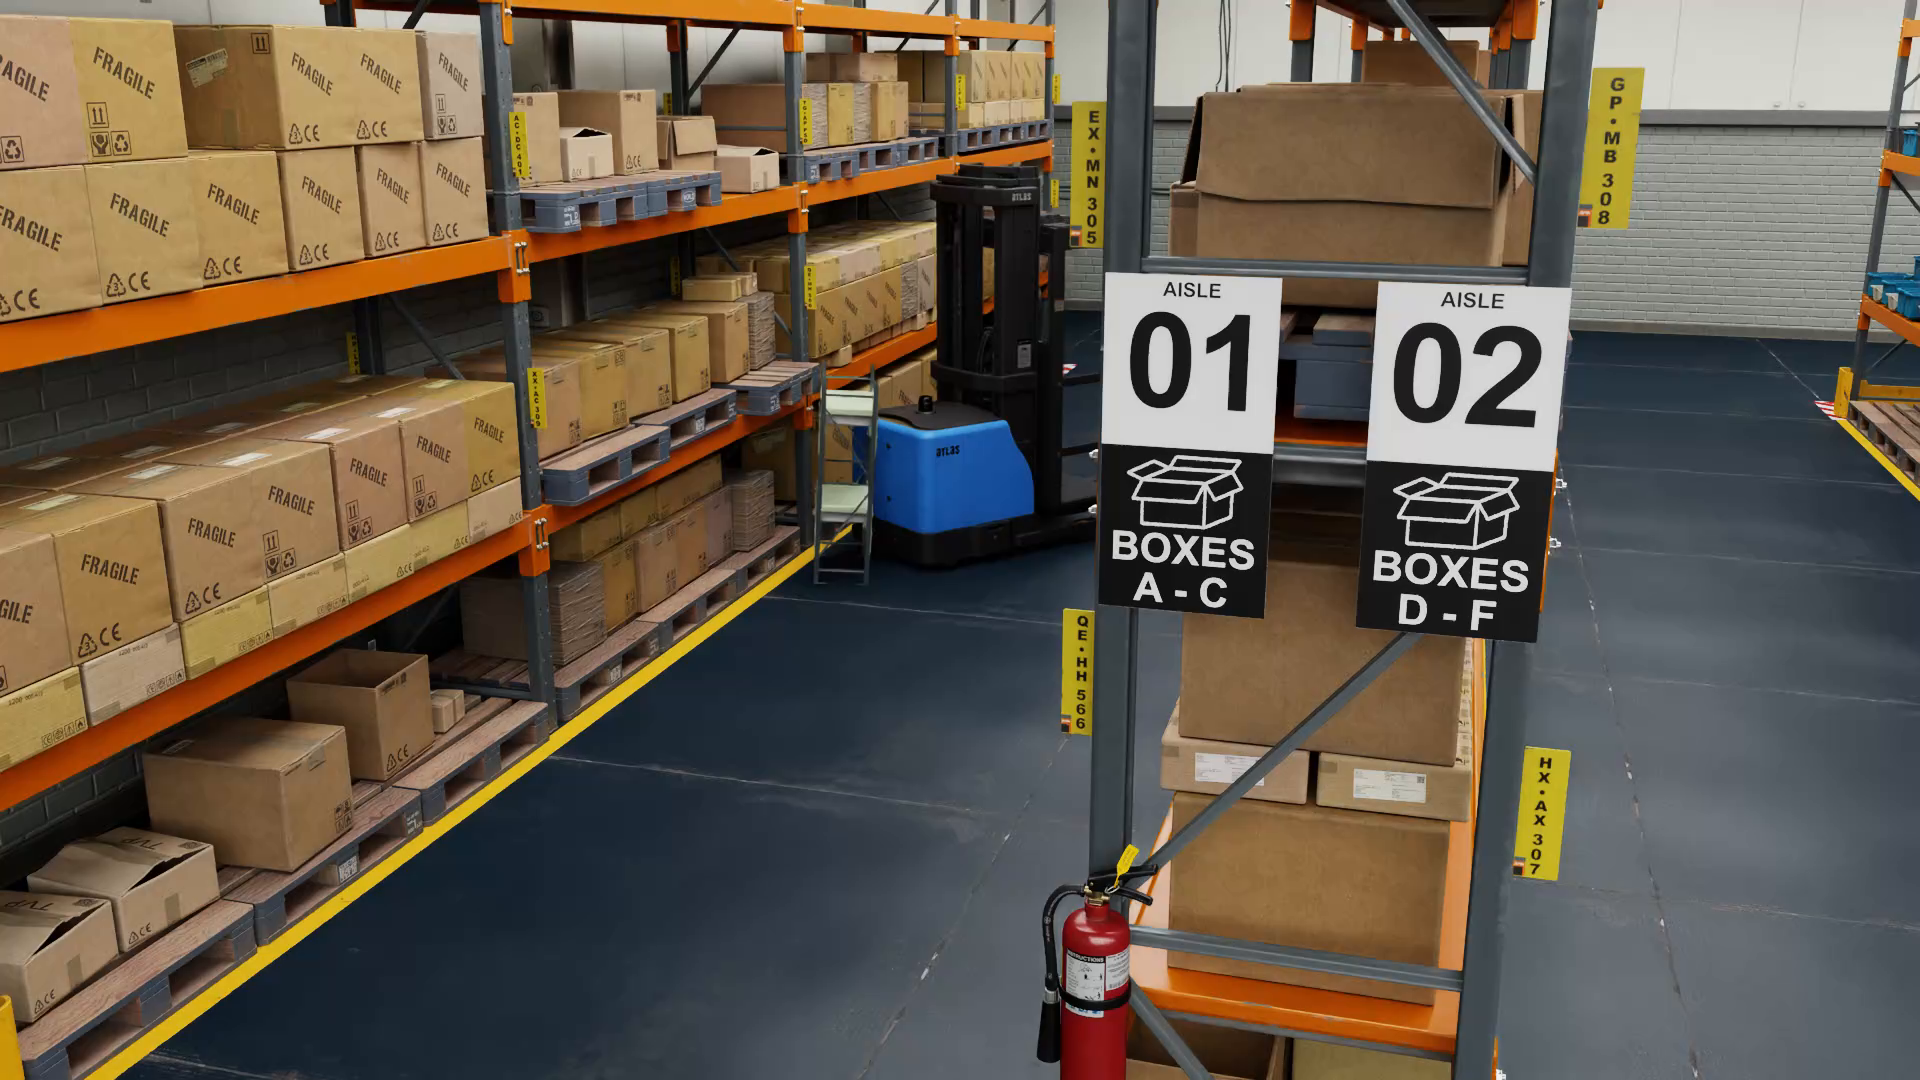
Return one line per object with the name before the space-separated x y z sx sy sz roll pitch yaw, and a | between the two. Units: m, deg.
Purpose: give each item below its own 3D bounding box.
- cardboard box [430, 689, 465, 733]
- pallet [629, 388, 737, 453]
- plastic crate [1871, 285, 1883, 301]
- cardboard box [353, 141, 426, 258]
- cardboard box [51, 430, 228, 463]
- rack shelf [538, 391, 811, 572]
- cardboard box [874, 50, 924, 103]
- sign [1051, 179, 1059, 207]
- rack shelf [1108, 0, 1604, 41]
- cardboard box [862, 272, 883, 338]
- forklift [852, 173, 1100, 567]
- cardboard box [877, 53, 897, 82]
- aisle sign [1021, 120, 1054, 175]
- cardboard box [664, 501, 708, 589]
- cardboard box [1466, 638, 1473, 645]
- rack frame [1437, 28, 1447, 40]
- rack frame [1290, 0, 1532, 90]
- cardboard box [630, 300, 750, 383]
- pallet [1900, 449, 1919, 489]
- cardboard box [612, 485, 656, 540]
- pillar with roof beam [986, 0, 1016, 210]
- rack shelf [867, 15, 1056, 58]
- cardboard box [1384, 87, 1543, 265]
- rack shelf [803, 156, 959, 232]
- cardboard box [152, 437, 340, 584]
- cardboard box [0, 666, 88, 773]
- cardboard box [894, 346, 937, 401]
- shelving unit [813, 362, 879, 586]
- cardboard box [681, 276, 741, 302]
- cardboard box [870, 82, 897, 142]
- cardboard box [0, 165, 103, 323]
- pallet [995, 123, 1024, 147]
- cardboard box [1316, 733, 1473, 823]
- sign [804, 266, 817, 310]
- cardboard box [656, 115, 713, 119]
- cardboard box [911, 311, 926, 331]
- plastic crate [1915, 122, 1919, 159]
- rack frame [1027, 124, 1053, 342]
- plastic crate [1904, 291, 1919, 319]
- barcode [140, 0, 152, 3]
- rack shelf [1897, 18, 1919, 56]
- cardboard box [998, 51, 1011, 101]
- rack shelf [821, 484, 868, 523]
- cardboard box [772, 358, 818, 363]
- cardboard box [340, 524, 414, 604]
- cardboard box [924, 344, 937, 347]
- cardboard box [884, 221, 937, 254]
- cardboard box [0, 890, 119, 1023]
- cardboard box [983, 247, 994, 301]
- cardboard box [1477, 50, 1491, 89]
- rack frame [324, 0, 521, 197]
cardboard box | -2.919 0.910 9.010 0.380 0.166 0.250 2 16 9
pallet | -2.182 -0.817 11.064 1.003 0.211 1.213 5 16 16
plastic crate | 9.557 -2.540 17.162 0.250 0.136 0.298 5 16 16
cardboard box | -2.858 -1.602 7.763 0.500 0.500 0.500 3 16 11
cardboard box | -3.564 -0.174 7.308 0.500 0.500 0.500 5 17 17
rack shelf | -2.227 -0.561 11.128 1.077 0.370 4.000 5 16 16
cardboard box | -0.547 -4.659 16.710 0.500 0.500 0.500 4 16 15
sign | 1.131 -4.148 19.902 0.100 0.325 0.005 5 16 16
rack shelf | 1.387 -1.825 5.324 1.077 0.370 4.000 5 16 16
cardboard box | -0.975 -2.004 14.134 0.500 0.500 0.500 5 16 16
forklift | 0.625 -1.475 13.275 3.031 2.867 1.129 -12 20 -36
cardboard box | -0.898 -4.320 15.203 0.500 0.250 0.500 6 17 20
aisle sign | 0.923 -4.769 19.883 0.394 0.787 0.004 5 16 16
cardboard box | -2.185 0.011 11.568 0.700 0.500 0.500 5 16 16
cardboard box | 1.428 0.330 5.298 0.380 0.149 0.250 4 16 14
rack frame | 5.362 -6.026 18.085 0.949 2.616 0.053 5 16 16
rack frame | 1.955 -2.887 7.016 1.000 3.000 0.127 5 16 16
cardboard box | -1.915 -1.418 11.842 0.700 0.500 0.500 3 16 11
pallet | 9.148 -0.562 14.925 1.003 0.211 1.213 5 16 16
cardboard box | -2.336 -0.199 10.935 0.500 0.250 0.500 4 16 14
pillar with roof beam | 4.680 -6.849 20.985 9.100 9.000 0.400 5 16 16
rack shelf | 0.047 -5.348 17.743 1.077 0.370 4.000 5 16 16
cardboard box | 1.552 -1.128 5.102 0.500 0.500 0.500 5 16 16
rack shelf | -1.090 -3.050 14.408 1.077 0.370 4.000 5 16 16
cardboard box | -3.070 -0.136 7.177 0.500 0.500 0.500 5 17 18
cardboard box | -3.489 0.622 5.877 0.500 0.250 0.500 4 16 14
cardboard box | -0.582 -1.464 16.165 0.750 0.750 0.750 5 17 17
shelving unit | -0.852 -0.497 12.282 0.431 1.500 0.755 2 16 -6
cardboard box | -1.805 -1.824 12.085 0.380 0.149 0.250 2 16 7
cardboard box | -0.973 -3.807 14.768 0.700 0.500 0.500 4 16 15
cardboard box | -3.411 -1.044 5.796 0.500 0.500 0.500 6 17 20
pallet | 0.069 -4.408 18.040 1.003 0.211 1.213 5 16 16
cardboard box | 1.136 0.600 4.346 0.380 0.149 0.250 5 16 15
sign | -1.136 -1.910 12.588 0.100 0.325 0.005 5 16 16
cardboard box | -2.084 -2.760 11.848 0.500 0.500 0.500 5 16 16
cardboard box | -0.531 -2.049 15.481 0.380 0.149 0.250 5 16 16
plastic crate | 9.416 -3.790 15.810 0.504 0.338 0.767 5 16 16
rack frame | 0.615 -3.523 20.254 1.000 3.000 0.127 5 16 16
plastic crate | 9.268 -2.241 15.931 0.416 0.233 0.300 5 16 16
barcode | -3.603 -2.410 7.352 0.001 0.075 0.075 5 16 16
rack shelf | 9.545 -4.579 15.034 1.077 0.370 4.000 5 16 16
cardboard box | 0.225 -4.888 17.516 0.500 0.500 0.500 5 17 16
rack shelf | -0.867 -0.278 12.343 0.368 0.124 0.686 2 16 -6
cardboard box | -1.343 -1.387 13.147 0.380 0.149 0.250 4 16 15
cardboard box | -2.917 0.089 7.758 0.500 0.250 0.500 5 16 16
cardboard box | -0.443 -1.953 17.342 0.380 0.149 0.250 5 16 16
cardboard box | -0.409 -2.896 15.904 0.500 0.250 0.500 5 17 17
cardboard box | -3.649 1.571 6.416 0.500 0.311 0.500 3 16 10
cardboard box | -0.139 -2.952 17.691 0.980 0.700 0.700 4 16 14
cardboard box | 4.608 -4.316 15.535 0.700 0.500 0.500 5 16 16
rack frame | -2.795 -3.270 8.366 1.000 3.000 0.127 5 16 16
